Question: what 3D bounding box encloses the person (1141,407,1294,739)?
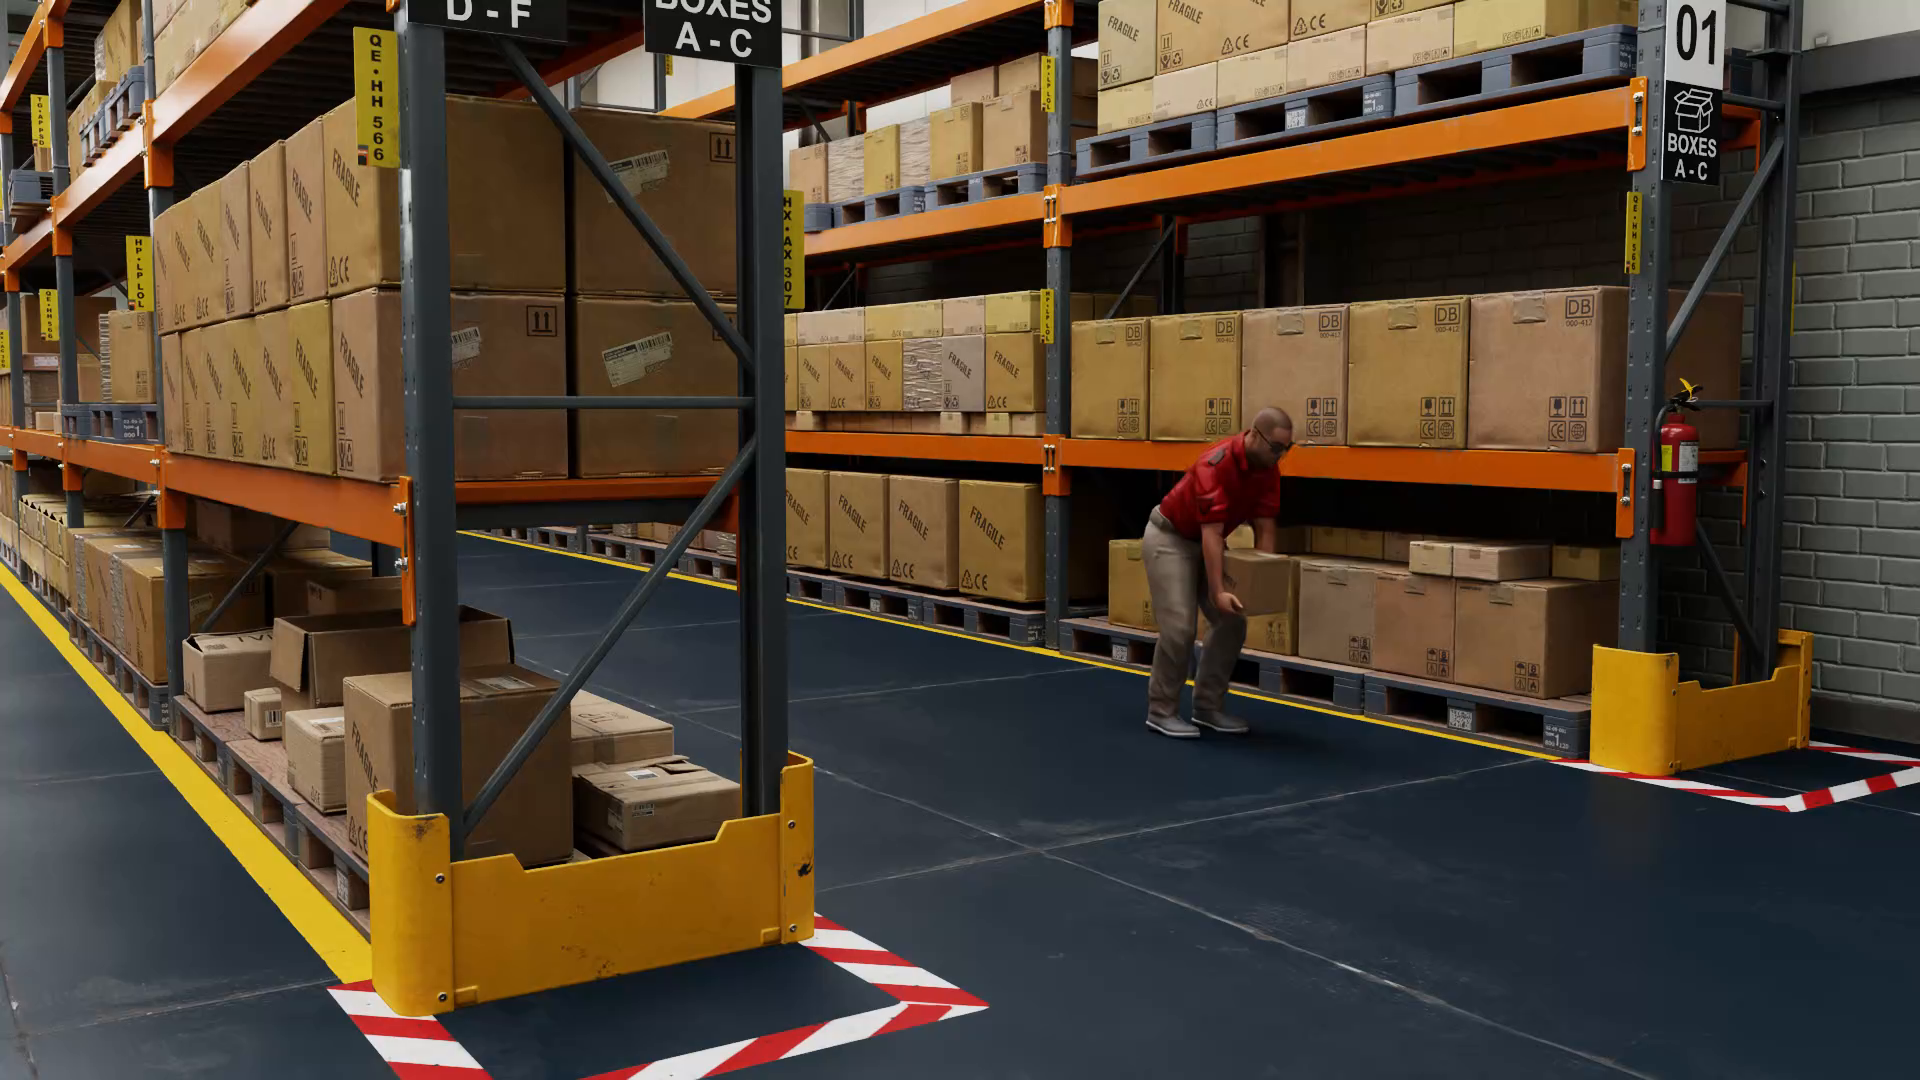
[{"bbox_3d":[1.180,0.149,7.532,0.488,1.502,0.778,-3,6,-35],"label":"person"}]
